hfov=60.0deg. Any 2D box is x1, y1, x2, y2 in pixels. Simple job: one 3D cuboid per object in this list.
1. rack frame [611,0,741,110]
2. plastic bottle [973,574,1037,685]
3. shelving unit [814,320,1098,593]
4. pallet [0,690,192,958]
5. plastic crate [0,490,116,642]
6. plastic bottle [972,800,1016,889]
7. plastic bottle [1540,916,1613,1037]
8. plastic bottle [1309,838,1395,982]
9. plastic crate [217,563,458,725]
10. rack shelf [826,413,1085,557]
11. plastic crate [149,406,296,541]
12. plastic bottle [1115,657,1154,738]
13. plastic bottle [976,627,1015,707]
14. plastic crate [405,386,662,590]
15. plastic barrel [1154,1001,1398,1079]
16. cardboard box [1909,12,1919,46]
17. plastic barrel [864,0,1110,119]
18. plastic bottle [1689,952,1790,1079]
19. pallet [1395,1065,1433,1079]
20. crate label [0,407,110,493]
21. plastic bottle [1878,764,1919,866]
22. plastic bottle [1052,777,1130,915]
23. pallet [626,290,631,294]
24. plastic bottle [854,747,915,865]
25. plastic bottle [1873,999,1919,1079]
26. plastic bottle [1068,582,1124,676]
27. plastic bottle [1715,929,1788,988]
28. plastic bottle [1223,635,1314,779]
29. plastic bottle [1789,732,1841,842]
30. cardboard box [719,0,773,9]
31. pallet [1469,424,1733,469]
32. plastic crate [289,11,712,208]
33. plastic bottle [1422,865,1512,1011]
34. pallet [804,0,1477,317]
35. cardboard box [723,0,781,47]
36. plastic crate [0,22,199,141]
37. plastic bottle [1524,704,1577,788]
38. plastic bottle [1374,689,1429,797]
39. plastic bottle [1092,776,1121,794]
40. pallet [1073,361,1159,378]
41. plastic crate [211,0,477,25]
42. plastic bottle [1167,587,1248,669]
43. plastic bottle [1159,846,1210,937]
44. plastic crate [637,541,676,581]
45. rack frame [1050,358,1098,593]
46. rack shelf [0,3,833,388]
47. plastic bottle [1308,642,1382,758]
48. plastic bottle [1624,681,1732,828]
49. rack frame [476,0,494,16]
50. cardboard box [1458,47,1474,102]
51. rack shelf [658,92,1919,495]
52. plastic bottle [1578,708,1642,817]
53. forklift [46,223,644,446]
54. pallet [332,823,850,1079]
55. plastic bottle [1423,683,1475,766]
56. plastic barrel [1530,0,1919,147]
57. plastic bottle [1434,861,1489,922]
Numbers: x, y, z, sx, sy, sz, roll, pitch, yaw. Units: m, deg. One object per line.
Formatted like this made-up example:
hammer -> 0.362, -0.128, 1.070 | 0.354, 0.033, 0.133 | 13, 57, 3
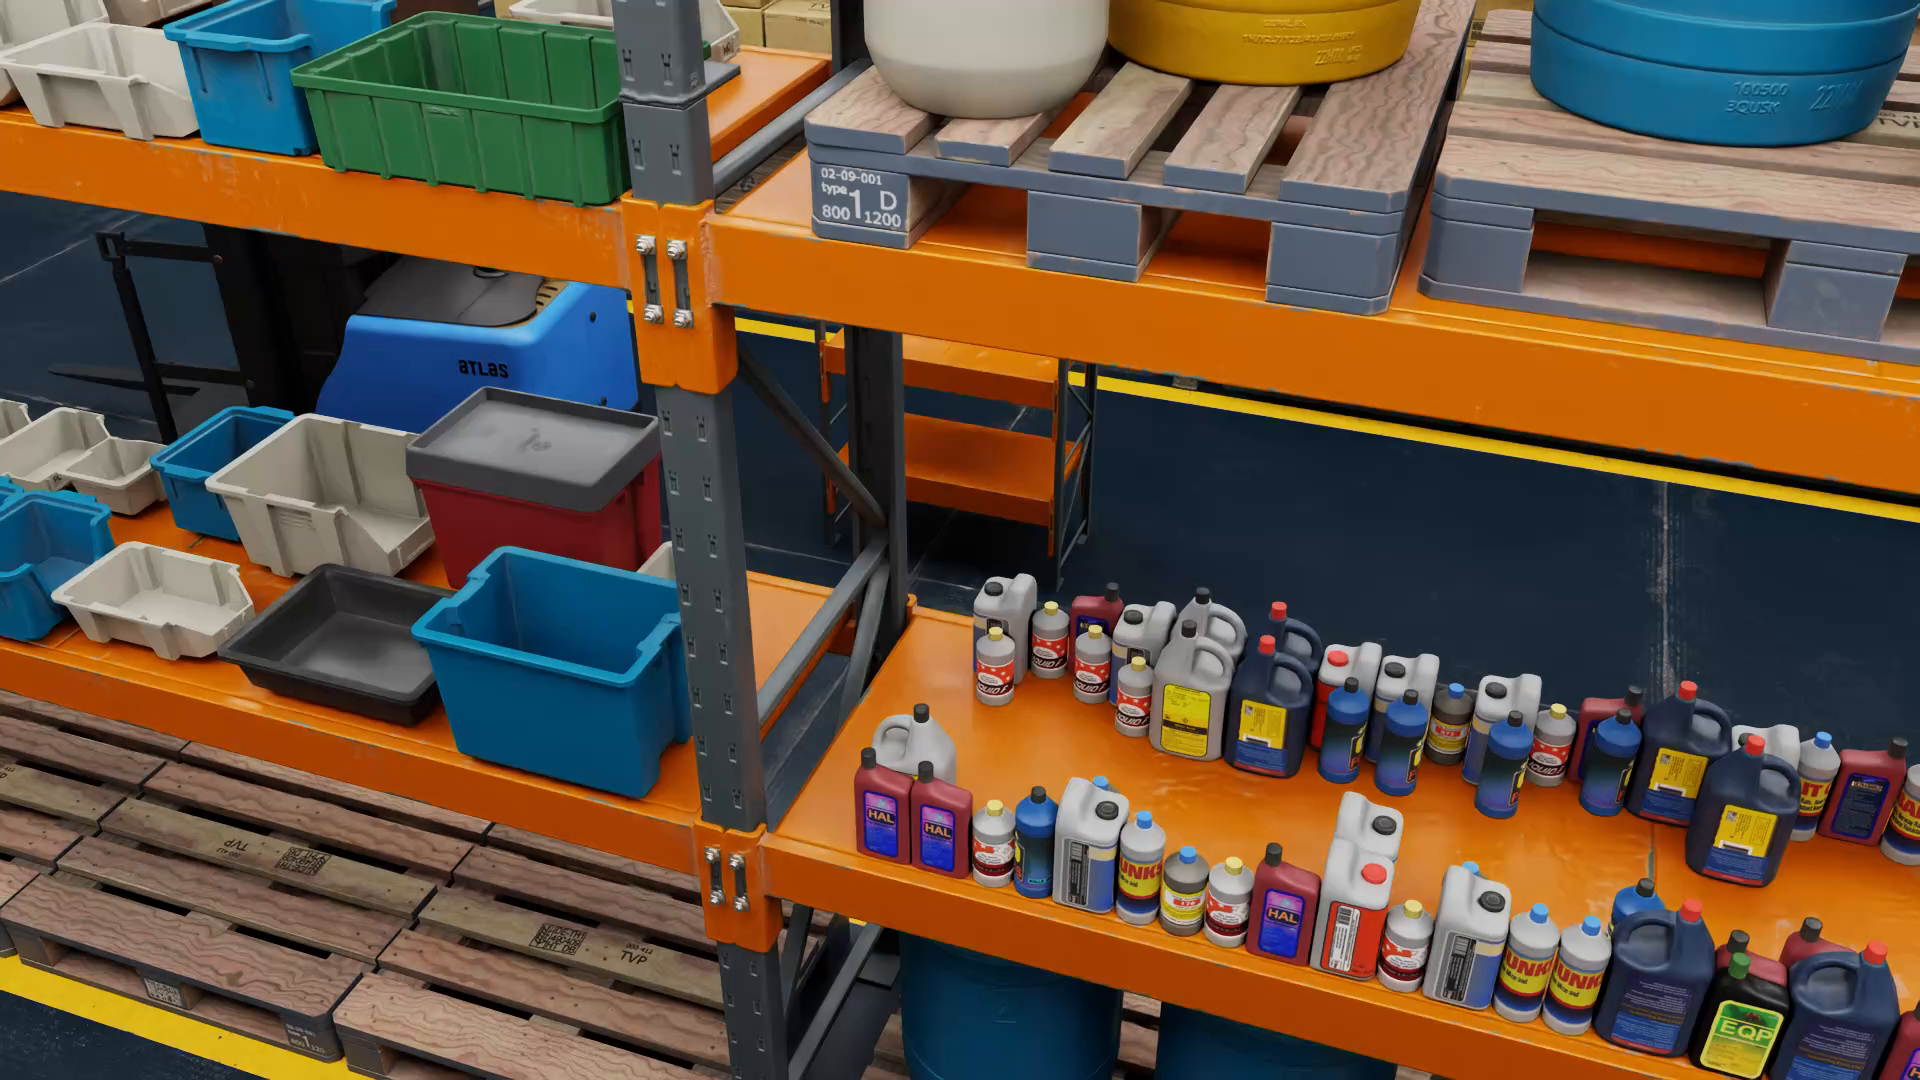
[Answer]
rack frame -> -0.366, -2.268, 2.466 | 0.127, 3.000, 1.000 | 11, 34, 16
plastic bottle -> 0.114, 0.212, 4.271 | 0.135, 0.276, 0.152 | 11, 34, 16
shelving unit -> -0.006, -0.474, 6.947 | 1.048, 1.125, 0.538 | 11, 34, 16
pallet -> -3.369, 0.863, 5.719 | 1.213, 0.211, 1.003 | 11, 34, 16
plastic crate -> -2.489, 0.075, 4.468 | 0.300, 0.233, 0.416 | 11, 34, 16
plastic bottle -> 0.075, 0.657, 3.650 | 0.097, 0.201, 0.097 | 0, 33, 0
plastic bottle -> 1.222, 0.851, 3.285 | 0.097, 0.271, 0.097 | 0, 33, 0
plastic bottle -> 0.812, 0.753, 3.432 | 0.135, 0.276, 0.152 | 11, 34, 16
plastic crate -> -1.511, 0.275, 4.256 | 0.590, 0.125, 0.437 | 11, 34, 16
rack shelf -> -0.006, -0.268, 7.079 | 1.000, 0.278, 0.538 | 11, 34, 16
plastic crate -> -2.112, -0.189, 4.877 | 0.300, 0.233, 0.416 | 11, 34, 16
plastic bottle -> 0.433, 0.377, 4.084 | 0.097, 0.201, 0.097 | 0, 33, 0
plastic bottle -> 0.089, 0.310, 4.187 | 0.097, 0.201, 0.097 | 0, 33, 0
plastic crate -> -1.122, -0.091, 4.511 | 0.583, 0.464, 0.402 | 11, 34, 16
plastic barrel -> 0.806, 1.196, 4.180 | 0.708, 0.901, 0.600 | 11, 34, 16
cardboard box -> 3.775, -2.271, 6.984 | 0.637, 0.503, 0.797 | 12, 35, 18
plastic barrel -> 0.044, -1.017, 2.781 | 0.433, 0.535, 0.433 | 0, 33, 0
plastic bottle -> 1.499, 0.910, 3.183 | 0.133, 0.283, 0.061 | 11, 34, 16
pallet -> 1.498, 1.809, 4.254 | 1.213, 0.211, 1.003 | 11, 34, 16
crate label -> -2.765, -0.238, 5.041 | 0.243, 0.136, 0.396 | 11, 34, 16
plastic bottle -> 2.131, 0.590, 3.689 | 0.097, 0.271, 0.097 | 0, 33, 0
plastic bottle -> 0.285, 0.651, 3.591 | 0.135, 0.276, 0.152 | 11, 34, 16
pallet -> -1.682, -1.730, 9.736 | 1.213, 0.211, 1.003 | 11, 34, 16
plastic bottle -> -0.165, 0.587, 3.684 | 0.133, 0.283, 0.061 | 11, 34, 16
plastic bottle -> 1.798, 0.968, 3.092 | 0.133, 0.283, 0.061 | 11, 34, 16
plastic bottle -> 0.347, 0.228, 4.239 | 0.133, 0.283, 0.061 | 11, 34, 16
plastic bottle -> 1.519, 0.879, 3.231 | 0.133, 0.283, 0.061 | 11, 34, 16
plastic bottle -> 0.735, 0.382, 3.939 | 0.185, 0.351, 0.144 | 11, 34, 16
plastic bottle -> 1.914, 0.548, 3.755 | 0.097, 0.271, 0.097 | 0, 33, 0
cardboard box -> -1.140, -2.976, 8.267 | 0.500, 0.500, 0.500 | 10, 34, 15
pallet -> 3.209, -0.780, 8.263 | 1.213, 0.211, 1.003 | 11, 34, 16
plastic crate -> -0.867, -0.842, 3.218 | 0.662, 0.188, 0.450 | 11, 34, 16
plastic bottle -> 1.031, 0.796, 3.366 | 0.135, 0.276, 0.152 | 11, 34, 16
pallet -> 0.404, -0.835, 3.186 | 1.003, 0.211, 1.213 | 11, 34, 16
cardboard box -> -1.137, -2.659, 8.467 | 0.500, 0.250, 0.500 | 10, 34, 15
plastic crate -> -1.692, -0.935, 3.411 | 0.466, 0.136, 0.293 | 11, 34, 16
plastic bottle -> 1.396, 0.477, 3.930 | 0.097, 0.201, 0.097 | 0, 33, 0
plastic bottle -> 1.034, 0.465, 3.884 | 0.097, 0.271, 0.097 | 0, 33, 0
plastic bottle -> 0.310, 0.615, 3.715 | 0.097, 0.201, 0.097 | 0, 33, 0
pallet -> 0.615, -1.284, 9.044 | 1.213, 0.211, 1.003 | 11, 34, 16
plastic crate -> -1.443, -1.320, 3.884 | 0.590, 0.269, 0.497 | 11, 34, 16
plastic bottle -> 0.609, 0.274, 4.105 | 0.185, 0.351, 0.144 | 11, 34, 16
plastic bottle -> 0.477, 0.735, 3.529 | 0.097, 0.201, 0.097 | 0, 33, 0
plastic crate -> -0.756, 0.180, 4.393 | 0.243, 0.136, 0.396 | 11, 34, 16
rack frame -> 0.472, -0.381, 6.803 | 0.032, 1.125, 0.500 | 11, 34, 16
rack shelf -> -2.249, -1.071, 4.042 | 4.000, 0.370, 1.077 | 11, 34, 16
plastic bottle -> 0.932, 0.371, 4.024 | 0.135, 0.276, 0.152 | 11, 34, 16
plastic bottle -> 1.646, 0.476, 3.793 | 0.185, 0.351, 0.144 | 11, 34, 16
rack frame -> -2.461, -3.008, 9.144 | 0.127, 3.000, 1.000 | 11, 34, 16
cardboard box -> 2.127, -2.015, 7.513 | 0.500, 0.500, 0.500 | 11, 34, 17
rack shelf -> 1.516, -0.339, 2.908 | 4.000, 0.370, 1.077 | 11, 34, 16
plastic bottle -> 1.501, 0.503, 3.825 | 0.097, 0.271, 0.097 | 0, 33, 0
forklift -> -3.043, -1.556, 6.958 | 3.031, 2.935, 1.130 | 7, 33, 10
pallet -> -1.072, 1.309, 5.027 | 1.213, 0.211, 1.003 | 11, 34, 16
plastic bottle -> 1.177, 0.434, 3.995 | 0.097, 0.201, 0.097 | 0, 33, 0
plastic barrel -> 1.292, -1.160, 2.667 | 0.708, 0.901, 0.600 | 11, 34, 16
plastic bottle -> 1.055, 0.760, 3.490 | 0.097, 0.201, 0.097 | 0, 33, 0
